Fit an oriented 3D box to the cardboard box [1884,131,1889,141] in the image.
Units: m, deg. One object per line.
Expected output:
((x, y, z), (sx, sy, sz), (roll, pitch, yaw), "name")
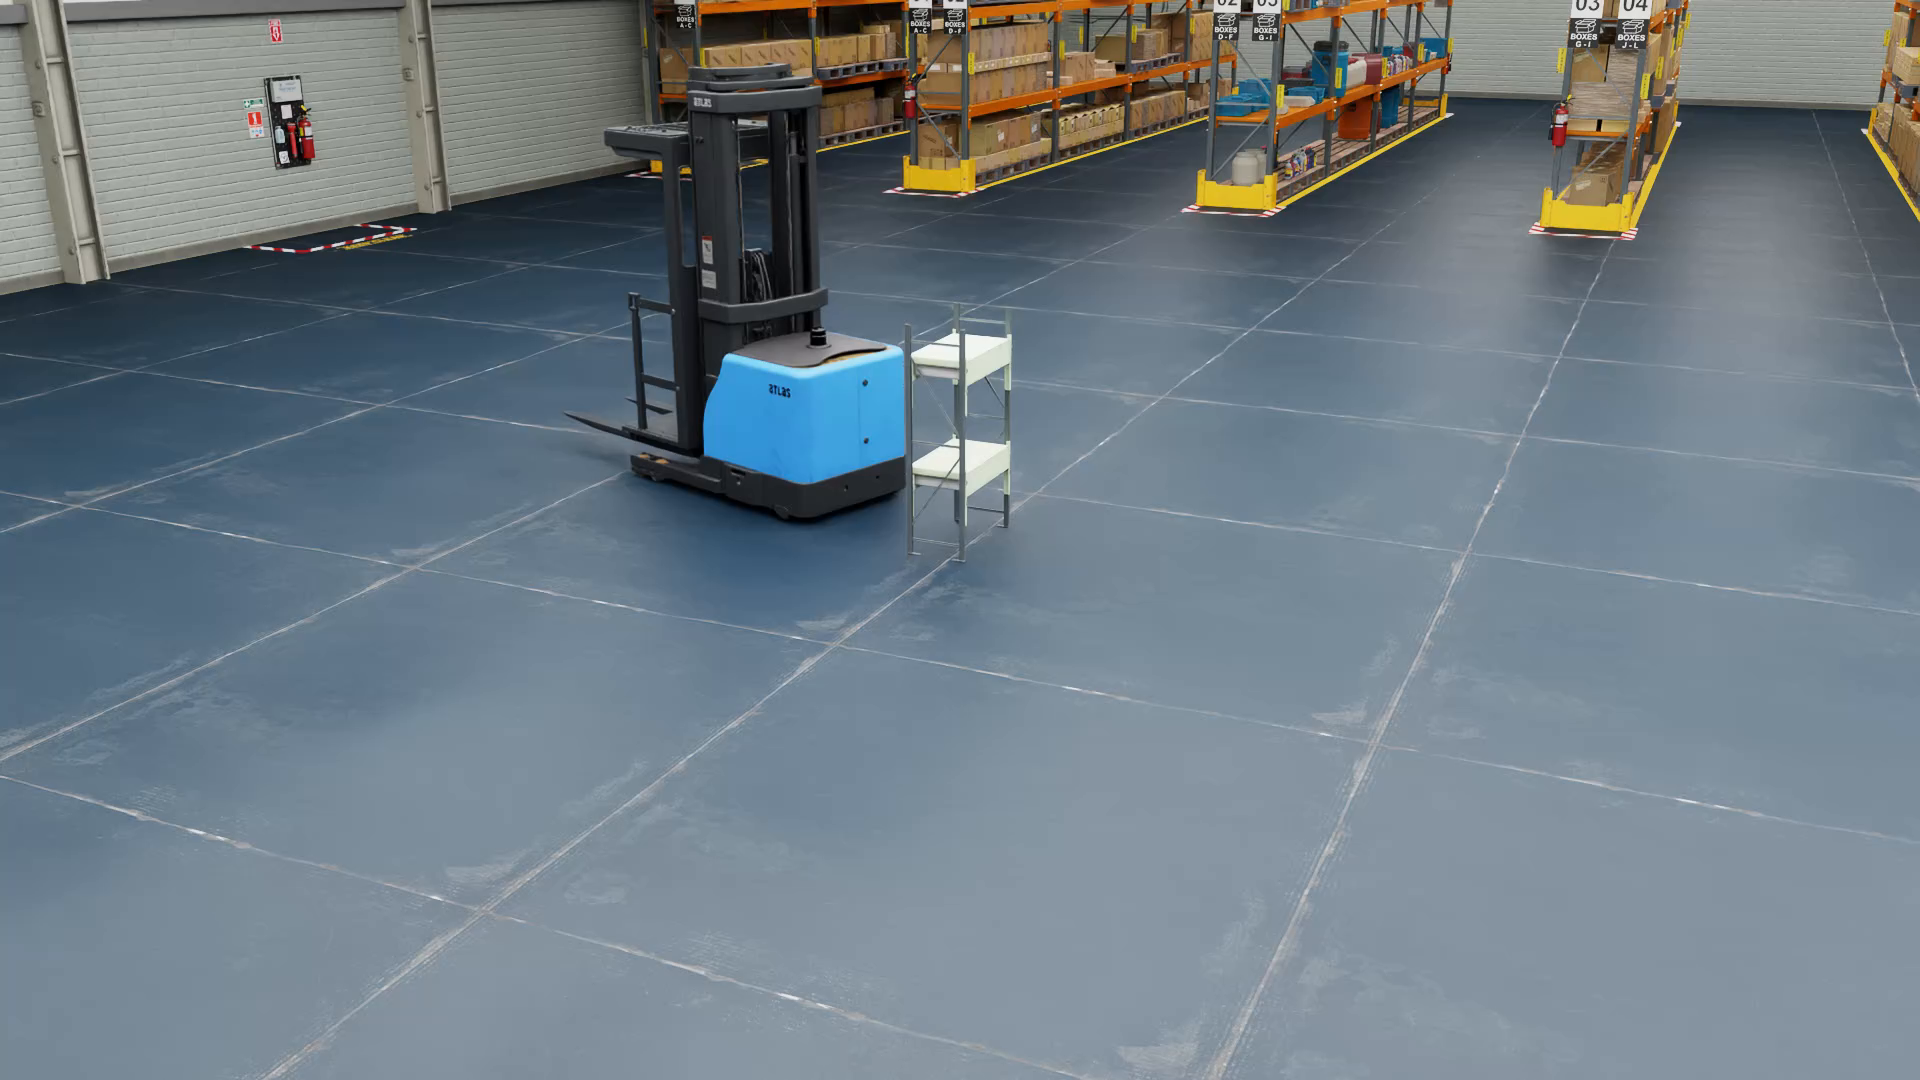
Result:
((17.955, -7.743, 31.892), (0.380, 0.149, 0.250), (9, 21, 23), "cardboard box")

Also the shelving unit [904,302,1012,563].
((-0.003, -0.705, 10.712), (0.431, 1.500, 0.755), (9, 21, 23), "shelving unit")

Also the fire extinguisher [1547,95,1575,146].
((8.240, -5.757, 22.795), (0.296, 0.674, 0.183), (9, 21, 23), "fire extinguisher")

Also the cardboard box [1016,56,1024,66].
((0.872, -8.200, 28.433), (0.380, 0.149, 0.250), (9, 22, 24), "cardboard box")

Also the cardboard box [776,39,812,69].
((-3.123, -9.132, 31.244), (0.500, 0.500, 0.500), (8, 21, 23), "cardboard box")

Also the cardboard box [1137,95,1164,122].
((4.023, -9.174, 35.362), (0.500, 0.500, 0.500), (8, 21, 21), "cardboard box")

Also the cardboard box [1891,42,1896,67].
((18.696, -9.561, 32.782), (0.500, 0.500, 0.500), (8, 21, 21), "cardboard box")

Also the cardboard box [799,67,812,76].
((-3.129, -8.779, 31.371), (0.500, 0.250, 0.500), (9, 21, 23), "cardboard box")

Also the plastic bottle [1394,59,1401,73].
((8.825, -9.582, 33.622), (0.152, 0.276, 0.135), (9, 21, 23), "plastic bottle")

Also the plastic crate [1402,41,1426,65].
((9.697, -10.410, 35.578), (0.402, 0.464, 0.583), (9, 21, 23), "plastic crate")

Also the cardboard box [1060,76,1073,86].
((1.859, -8.472, 30.691), (0.380, 0.149, 0.250), (9, 21, 23), "cardboard box")

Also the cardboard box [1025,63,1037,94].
((0.924, -8.096, 29.109), (0.700, 0.500, 0.500), (8, 21, 22), "cardboard box")

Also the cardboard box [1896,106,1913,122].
((17.346, -7.742, 30.247), (0.500, 0.250, 0.500), (9, 22, 24), "cardboard box")

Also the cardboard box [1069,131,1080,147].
((1.911, -7.496, 31.046), (0.500, 0.250, 0.500), (9, 22, 24), "cardboard box")

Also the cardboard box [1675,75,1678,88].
((15.071, -9.646, 36.160), (0.875, 0.875, 0.875), (9, 21, 23), "cardboard box")

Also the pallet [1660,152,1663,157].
((12.876, -7.499, 31.739), (1.003, 0.211, 1.213), (9, 21, 23), "pallet")

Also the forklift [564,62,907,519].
((-1.793, -1.918, 11.989), (3.031, 2.935, 1.130), (17, 26, 40), "forklift")

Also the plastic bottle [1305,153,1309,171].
((5.719, -6.244, 27.447), (0.061, 0.283, 0.133), (10, 22, 26), "plastic bottle")

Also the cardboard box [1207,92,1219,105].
((5.809, -10.442, 39.300), (0.500, 0.250, 0.500), (9, 21, 23), "cardboard box")

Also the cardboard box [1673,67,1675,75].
((14.046, -9.360, 33.185), (0.380, 0.149, 0.250), (9, 21, 23), "cardboard box")

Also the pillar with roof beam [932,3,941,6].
((3.490, -14.041, 37.020), (9.100, 9.000, 0.400), (9, 21, 23), "pillar with roof beam")

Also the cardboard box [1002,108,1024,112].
((0.834, -7.505, 29.953), (0.500, 0.500, 0.500), (9, 21, 23), "cardboard box")

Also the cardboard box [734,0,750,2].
((-4.023, -9.660, 28.999), (0.500, 0.500, 0.500), (10, 22, 25), "cardboard box")

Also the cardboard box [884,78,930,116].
((-1.152, -9.641, 36.183), (0.750, 0.750, 0.750), (8, 21, 22), "cardboard box")

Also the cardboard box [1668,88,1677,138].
((13.378, -8.432, 32.745), (1.225, 0.875, 0.875), (9, 21, 23), "cardboard box")

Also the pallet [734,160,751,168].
((-4.453, -6.757, 29.653), (1.003, 0.211, 1.213), (9, 21, 23), "pallet")

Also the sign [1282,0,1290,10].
((4.689, -7.785, 23.893), (0.100, 0.325, 0.005), (9, 21, 23), "sign")

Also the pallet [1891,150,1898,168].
((17.290, -6.795, 29.762), (1.003, 0.211, 1.213), (9, 21, 23), "pallet")

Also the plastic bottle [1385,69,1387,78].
((8.254, -9.098, 32.372), (0.097, 0.201, 0.097), (0, 20, 0), "plastic bottle")

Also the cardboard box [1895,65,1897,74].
((17.310, -8.582, 30.373), (0.380, 0.149, 0.250), (9, 21, 23), "cardboard box")

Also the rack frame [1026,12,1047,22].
((1.703, -12.695, 42.189), (1.000, 3.000, 0.127), (9, 21, 23), "rack frame")

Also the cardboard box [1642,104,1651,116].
((10.257, -6.528, 25.223), (0.380, 0.149, 0.250), (9, 21, 23), "cardboard box")

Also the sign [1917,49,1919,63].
((15.968, -8.079, 27.599), (0.100, 0.325, 0.005), (9, 21, 23), "sign")

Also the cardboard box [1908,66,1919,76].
((16.254, -7.932, 28.100), (0.380, 0.149, 0.250), (9, 21, 24), "cardboard box")

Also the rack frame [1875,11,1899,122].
((19.743, -9.944, 34.455), (1.000, 3.000, 0.127), (9, 21, 23), "rack frame")

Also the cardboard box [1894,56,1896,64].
((17.524, -8.884, 30.777), (0.380, 0.149, 0.250), (9, 21, 24), "cardboard box")

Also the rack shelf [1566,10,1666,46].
((9.527, -7.451, 24.039), (1.077, 0.370, 4.000), (9, 21, 23), "rack shelf")

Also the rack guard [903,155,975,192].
((-0.338, -5.940, 26.926), (1.175, 0.500, 0.348), (9, 21, 23), "rack guard")

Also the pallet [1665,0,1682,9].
((10.696, -8.487, 26.159), (1.213, 0.211, 1.003), (9, 21, 23), "pallet")

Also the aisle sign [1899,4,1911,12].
((19.500, -11.233, 34.198), (0.394, 0.787, 0.004), (9, 21, 23), "aisle sign")

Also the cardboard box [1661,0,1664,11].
((10.174, -7.997, 24.725), (0.500, 0.250, 0.500), (9, 22, 24), "cardboard box")

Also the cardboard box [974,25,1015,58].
((0.517, -8.410, 28.054), (0.700, 0.500, 0.500), (9, 21, 23), "cardboard box")

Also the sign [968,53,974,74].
((0.175, -7.492, 26.150), (0.100, 0.325, 0.005), (9, 21, 23), "sign")

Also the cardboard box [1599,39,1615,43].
((9.114, -6.931, 23.897), (0.500, 0.500, 0.500), (9, 21, 23), "cardboard box")

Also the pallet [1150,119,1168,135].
((3.789, -8.852, 35.543), (1.003, 0.211, 1.213), (9, 21, 23), "pallet")

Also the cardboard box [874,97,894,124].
((-1.821, -9.052, 35.018), (0.700, 0.500, 0.500), (9, 21, 23), "cardboard box")

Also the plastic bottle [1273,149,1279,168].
((5.249, -6.417, 27.832), (0.144, 0.351, 0.185), (9, 21, 23), "plastic bottle")

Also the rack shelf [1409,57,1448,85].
((9.922, -10.385, 36.768), (1.077, 0.370, 4.000), (9, 21, 23), "rack shelf")

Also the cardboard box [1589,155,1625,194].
((9.735, -5.514, 25.101), (0.500, 0.500, 0.500), (7, 21, 18), "cardboard box")

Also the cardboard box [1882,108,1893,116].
((18.698, -8.561, 33.304), (0.380, 0.149, 0.250), (9, 21, 24), "cardboard box")

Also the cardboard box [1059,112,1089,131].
((2.127, -7.917, 31.395), (0.500, 0.311, 0.500), (8, 21, 21), "cardboard box")
